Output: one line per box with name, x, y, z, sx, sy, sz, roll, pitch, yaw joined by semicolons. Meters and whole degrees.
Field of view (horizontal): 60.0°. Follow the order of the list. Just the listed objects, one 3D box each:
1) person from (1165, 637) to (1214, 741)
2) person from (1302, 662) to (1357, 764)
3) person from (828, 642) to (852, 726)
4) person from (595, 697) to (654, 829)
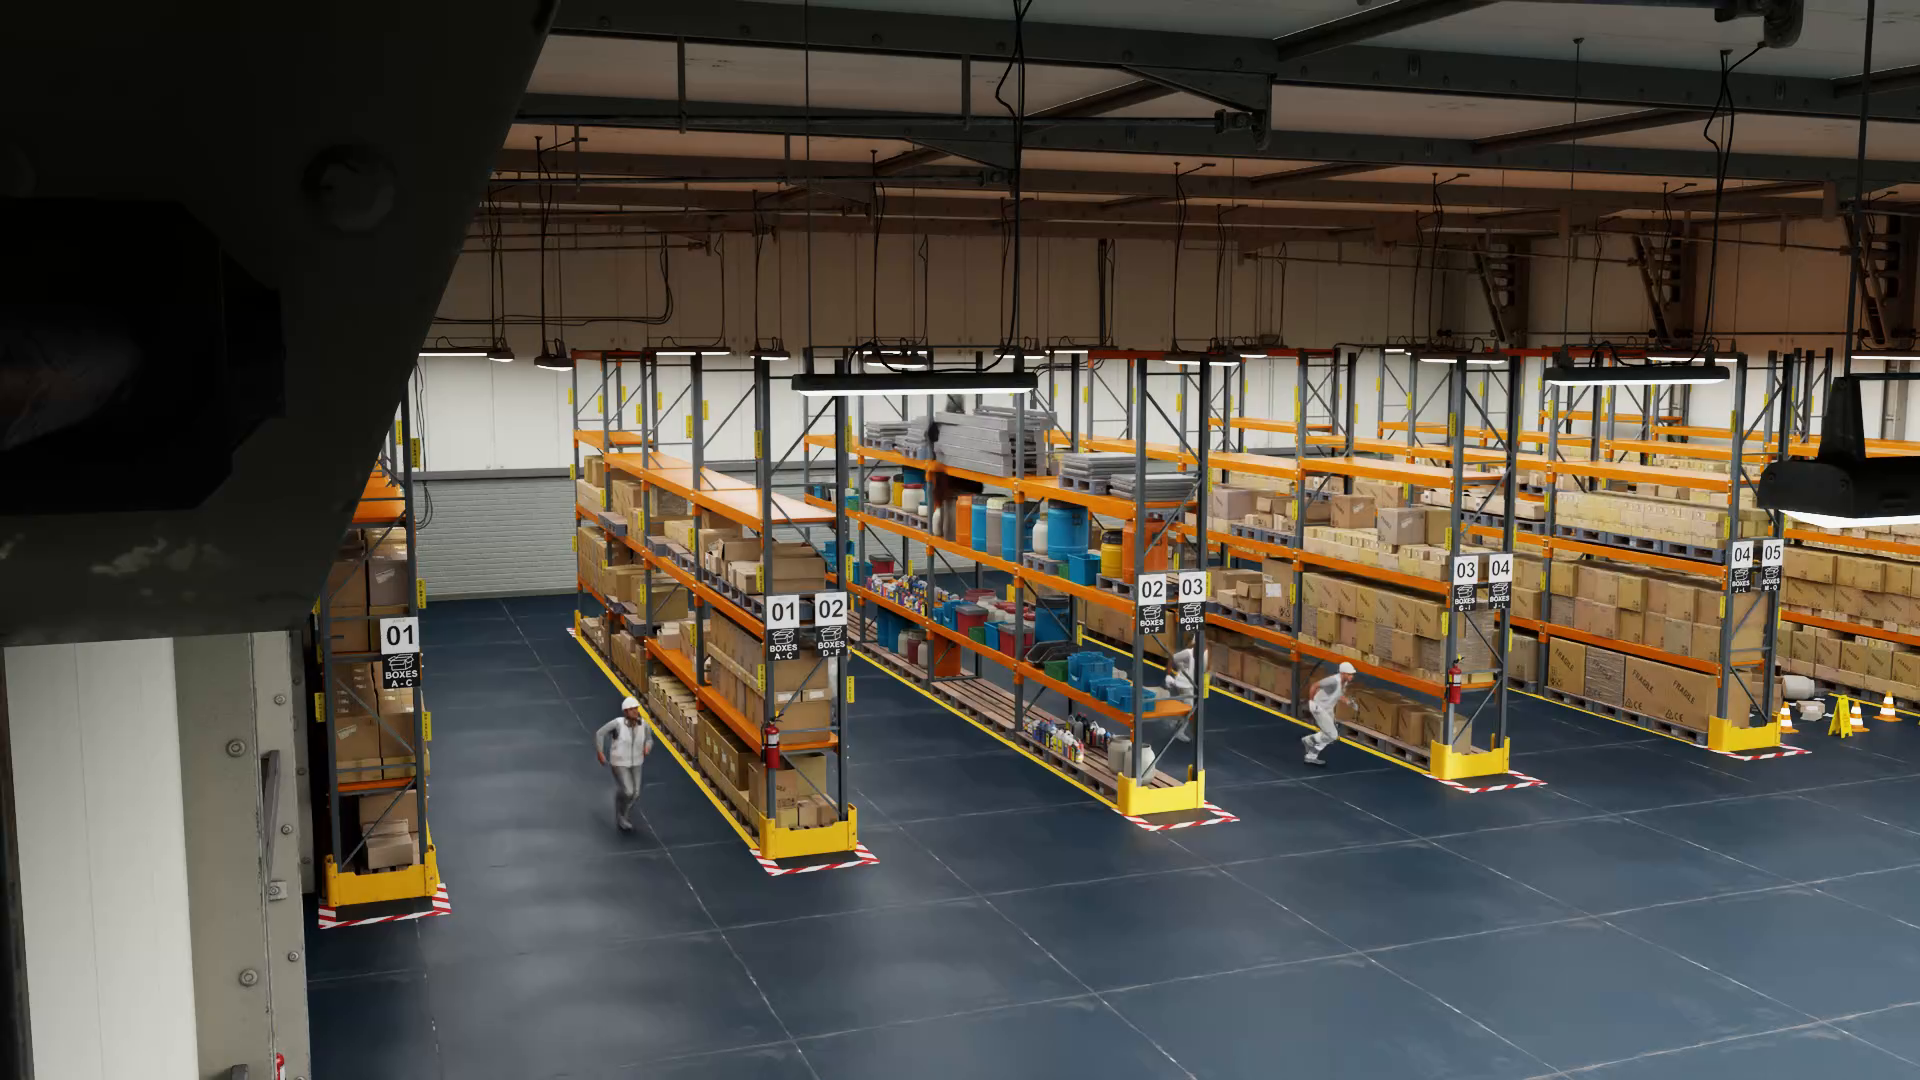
person;3.586;2.290;25.846;0.742;1.701;0.672;7;10;43
person;5.372;2.539;24.267;0.830;1.590;0.694;6;9;40
person;-2.021;2.190;26.900;0.577;1.691;0.680;-4;8;-27
person;-4.216;2.855;21.173;0.696;1.724;0.637;-5;9;-34
